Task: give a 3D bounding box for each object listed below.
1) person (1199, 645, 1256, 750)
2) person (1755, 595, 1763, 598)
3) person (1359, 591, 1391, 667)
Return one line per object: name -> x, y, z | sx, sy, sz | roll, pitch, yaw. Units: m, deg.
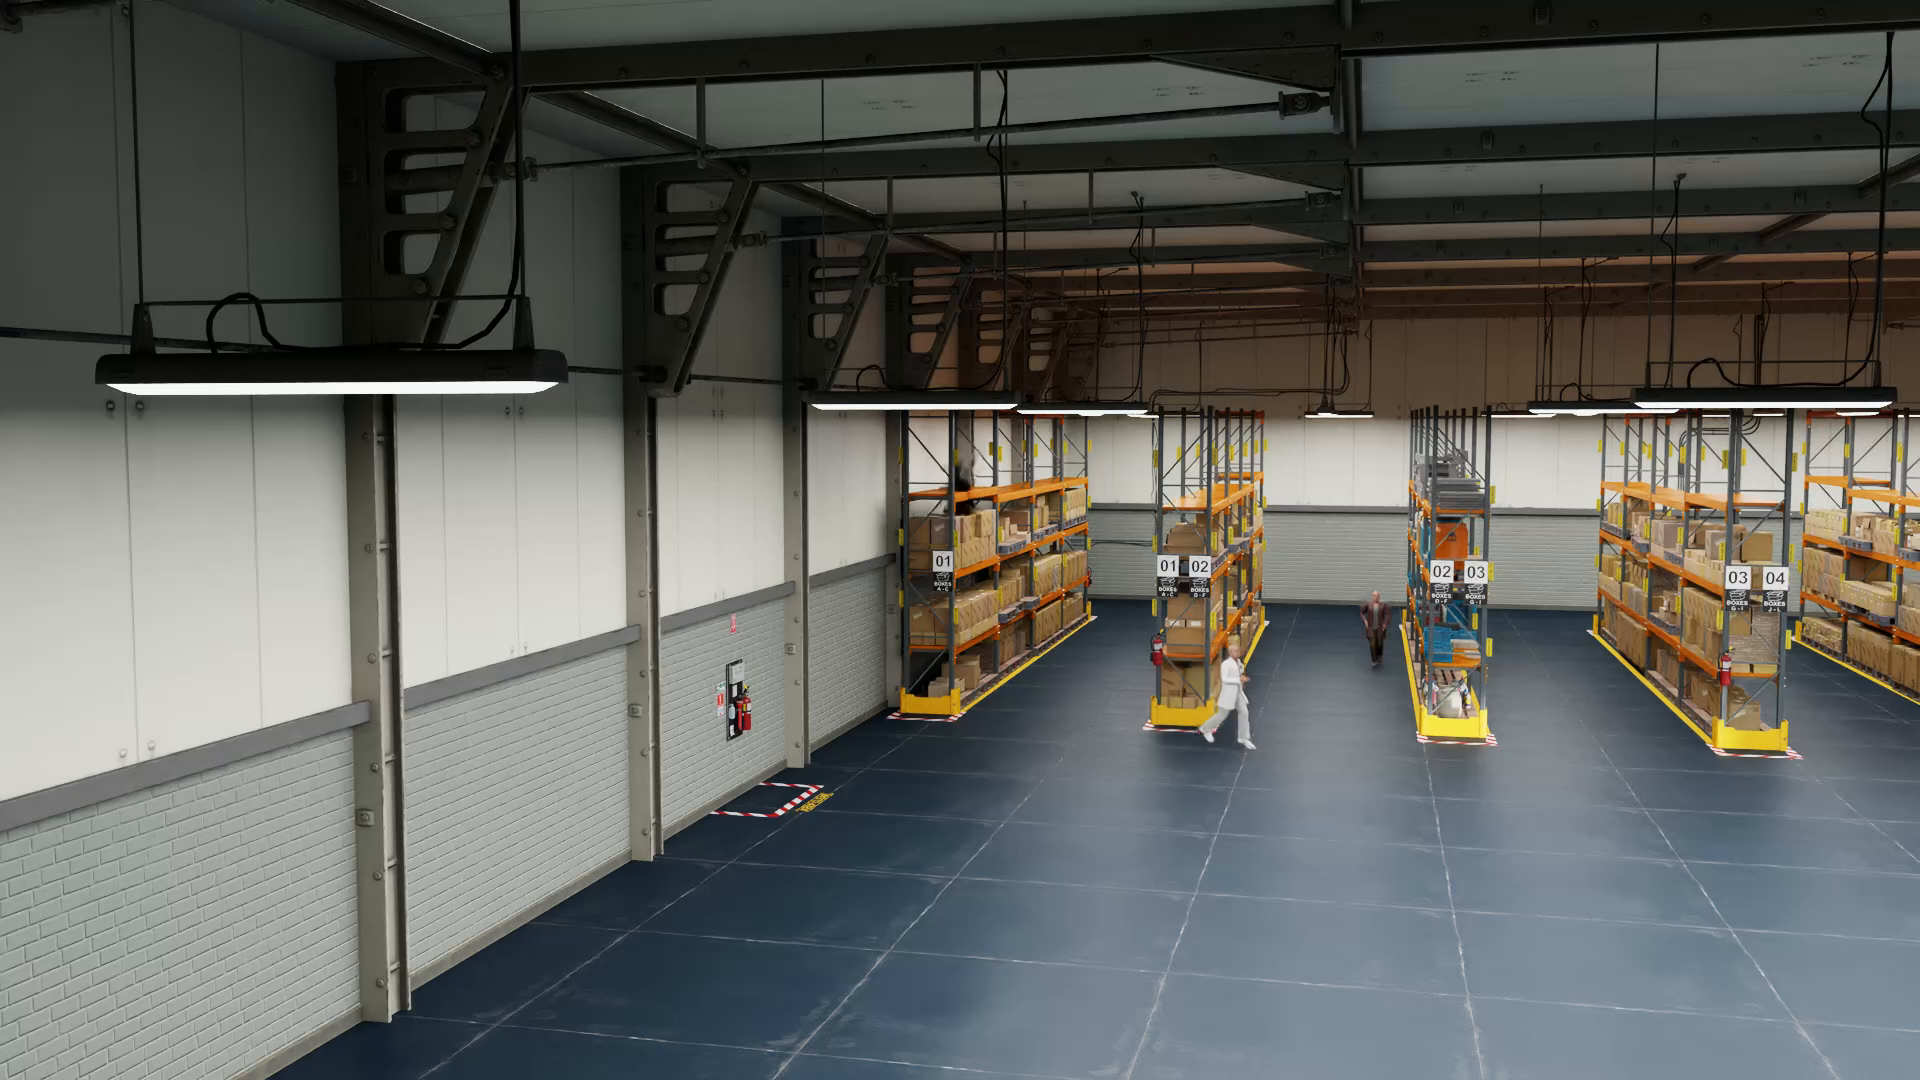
person -> 4.731, 2.734, 29.236 | 1.041, 1.817, 0.726 | 4, 6, 43
person -> 21.025, 1.728, 44.206 | 0.699, 1.651, 0.840 | -4, 6, -44
person -> 9.696, 2.065, 38.890 | 0.721, 1.746, 0.639 | 1, 4, 14
